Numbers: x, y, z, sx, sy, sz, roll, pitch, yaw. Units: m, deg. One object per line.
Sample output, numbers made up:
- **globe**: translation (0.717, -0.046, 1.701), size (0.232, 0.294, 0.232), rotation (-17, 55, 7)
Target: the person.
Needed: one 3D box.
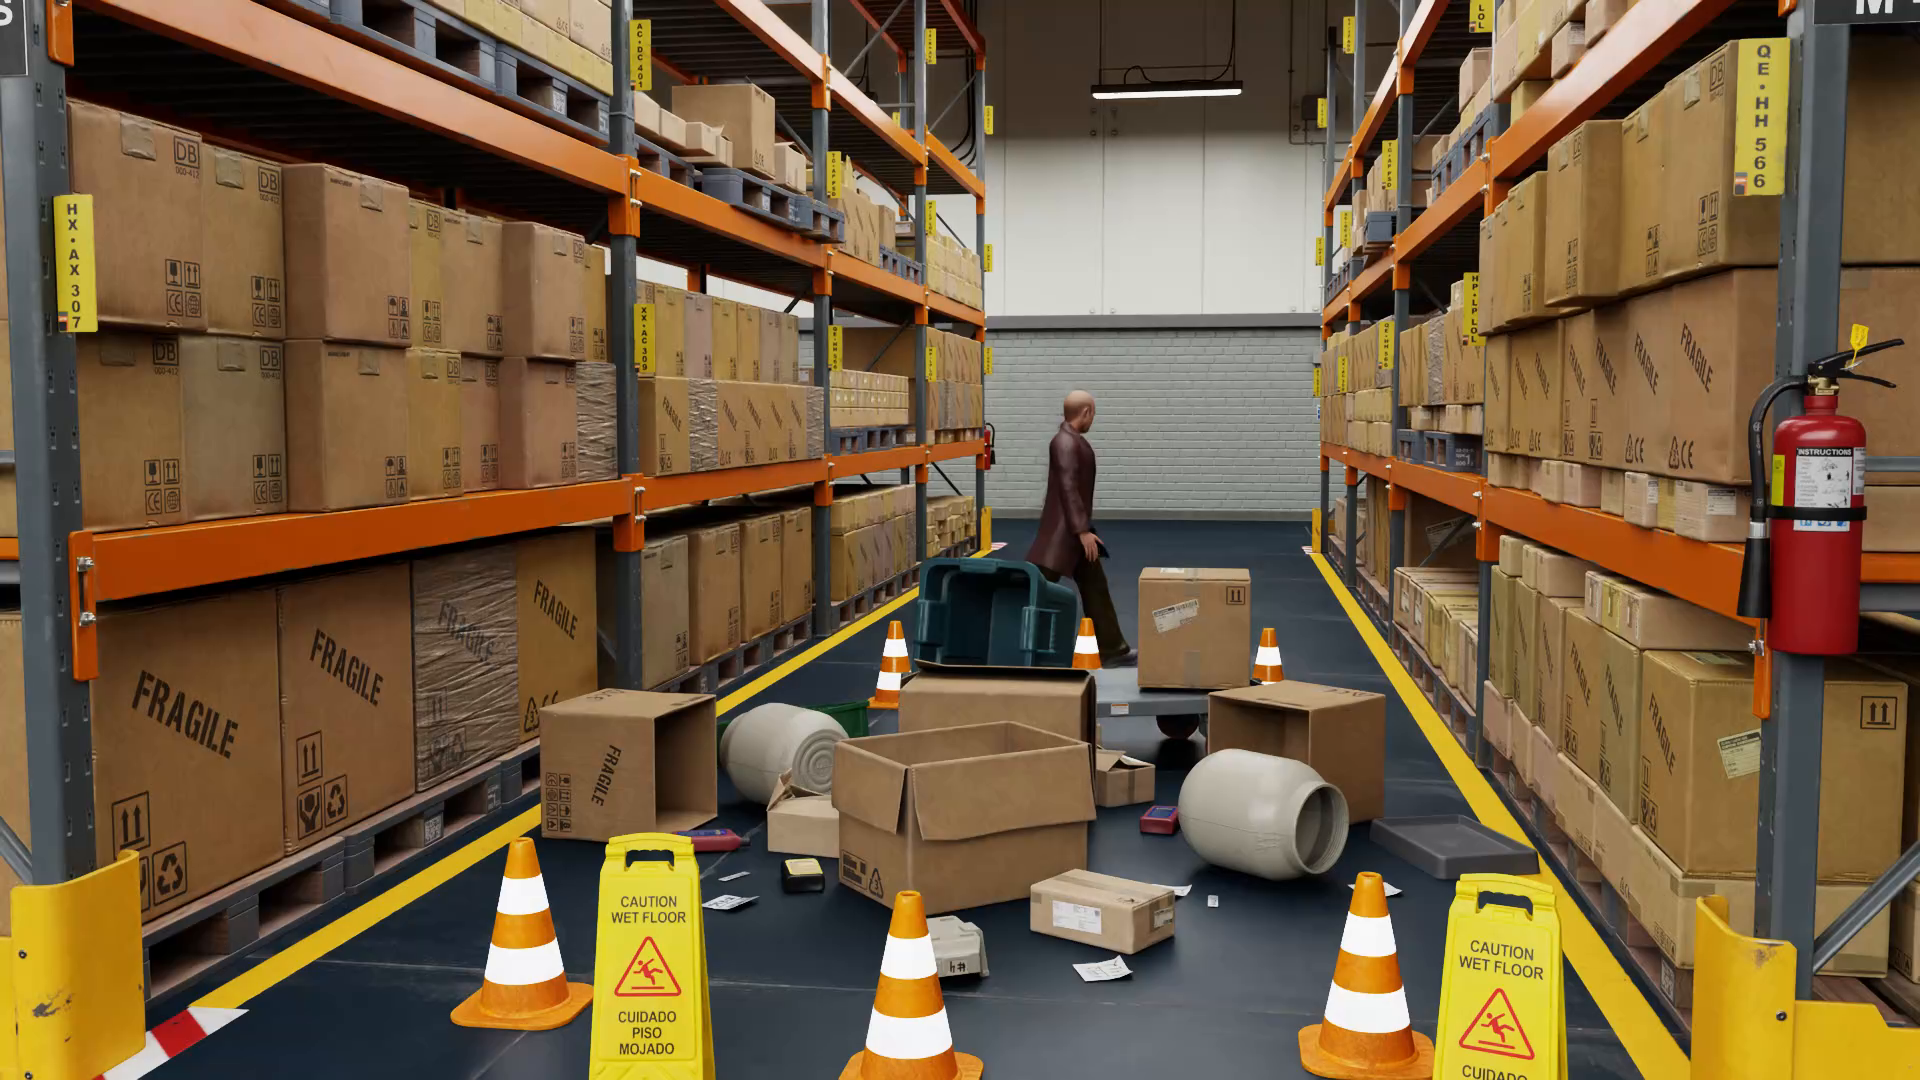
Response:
- **person**: translation (0.664, -0.040, 10.163), size (0.993, 1.745, 0.702), rotation (1, 4, 13)
